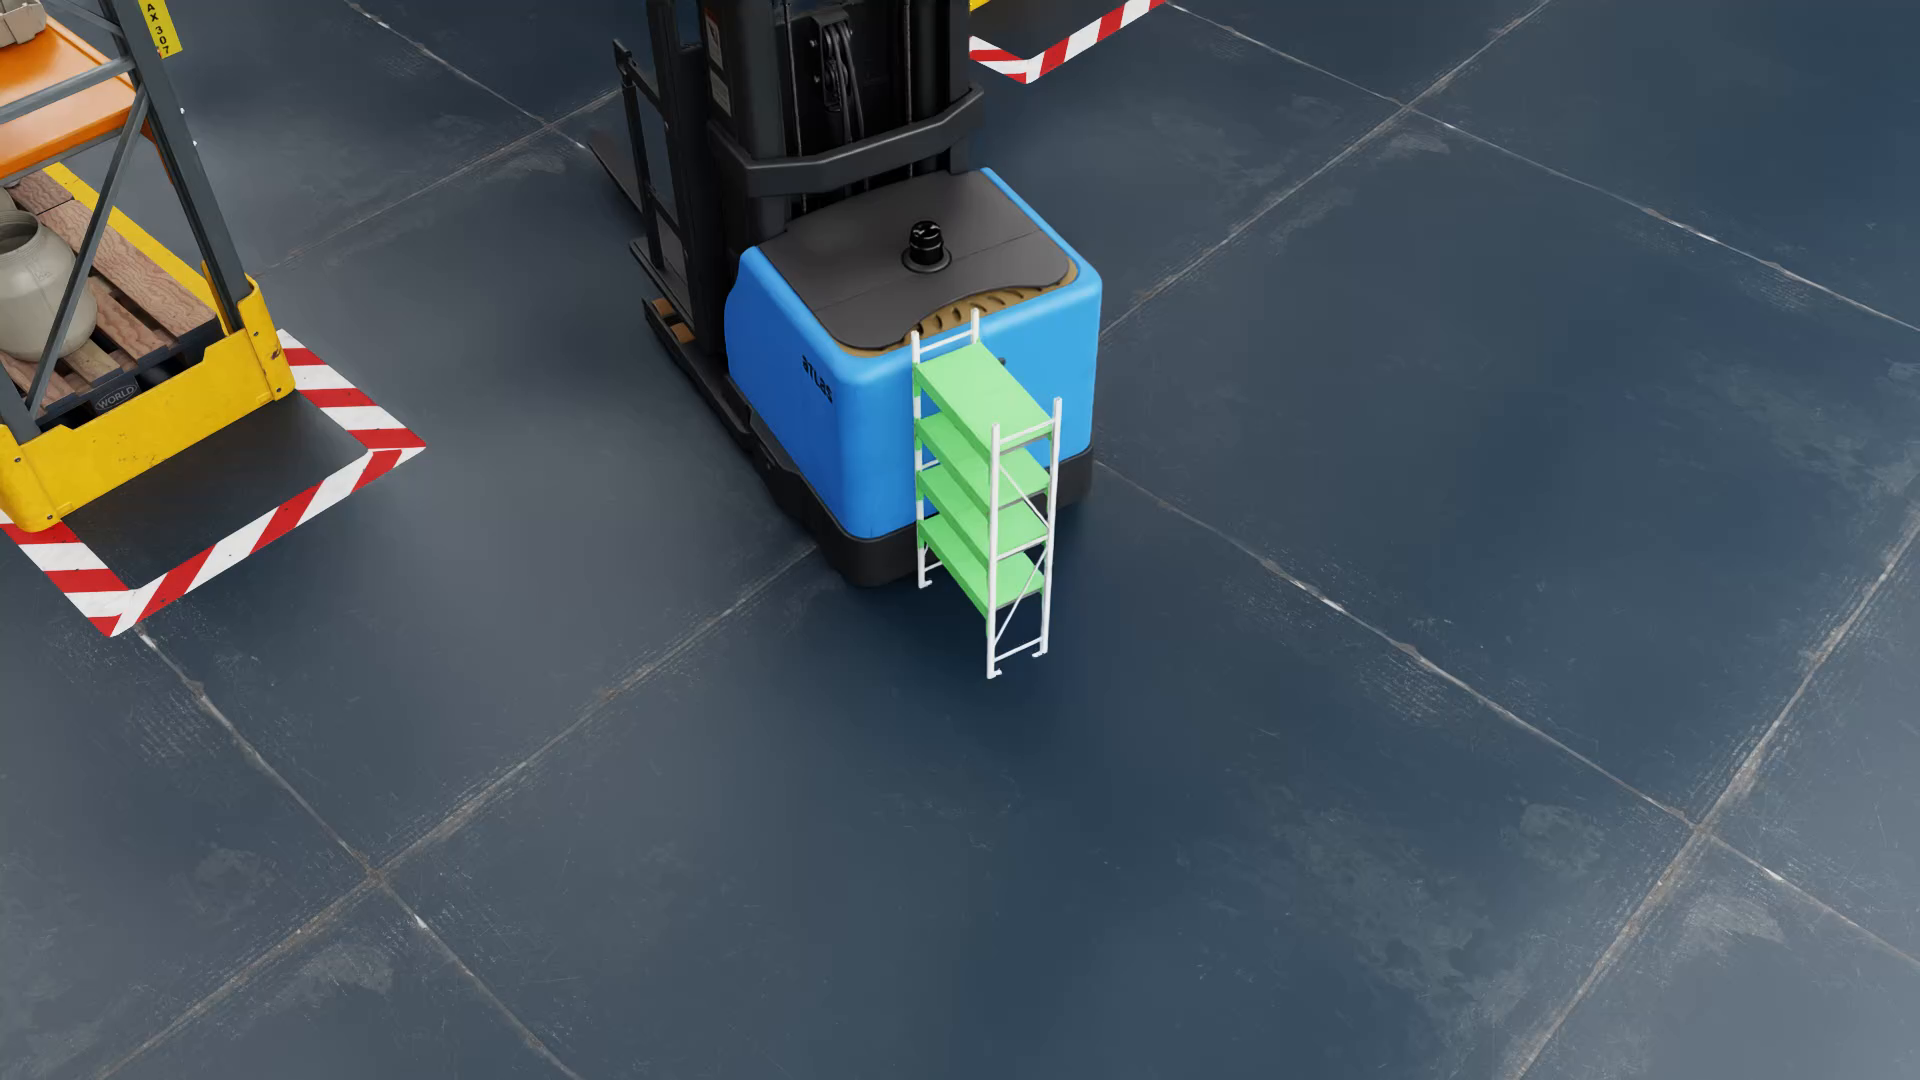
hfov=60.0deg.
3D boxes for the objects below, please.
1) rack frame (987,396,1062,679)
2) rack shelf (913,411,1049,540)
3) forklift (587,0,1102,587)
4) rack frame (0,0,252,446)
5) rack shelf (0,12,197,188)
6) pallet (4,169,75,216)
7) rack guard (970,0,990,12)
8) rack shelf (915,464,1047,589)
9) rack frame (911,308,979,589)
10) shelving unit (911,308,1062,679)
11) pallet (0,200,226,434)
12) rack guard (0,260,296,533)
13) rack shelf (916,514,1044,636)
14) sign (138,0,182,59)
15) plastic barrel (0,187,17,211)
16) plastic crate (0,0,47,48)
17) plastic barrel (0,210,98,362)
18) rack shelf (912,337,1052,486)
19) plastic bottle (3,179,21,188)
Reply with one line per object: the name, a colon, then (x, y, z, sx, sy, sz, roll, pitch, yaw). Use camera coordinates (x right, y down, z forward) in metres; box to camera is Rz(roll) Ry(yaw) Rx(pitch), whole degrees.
rack frame: (0.200, 0.027, 5.402, 0.240, 1.200, 0.015, -23, 51, -20)
rack shelf: (0.077, -0.247, 5.418, 0.258, 0.148, 0.480, -23, 51, -20)
forklift: (-0.678, -1.901, 6.025, 1.130, 2.935, 3.031, -23, 51, -20)
rack frame: (-3.143, -1.420, 5.526, 0.127, 3.000, 1.000, 34, 55, 28)
rack shelf: (-4.613, -2.163, 6.716, 4.000, 0.370, 1.077, 34, 55, 28)
pallet: (-4.717, -1.486, 7.500, 1.213, 0.211, 1.003, 34, 55, 28)
rack guard: (0.160, -3.255, 8.964, 0.348, 0.500, 1.175, 34, 55, 28)
rack shelf: (0.077, -0.083, 5.593, 0.258, 0.148, 0.480, -23, 51, -20)
rack frame: (-0.047, -0.280, 5.690, 0.240, 1.200, 0.015, -23, 51, -20)
shelving unit: (0.077, -0.127, 5.546, 0.258, 1.200, 0.503, -23, 51, -20)
pallet: (-3.824, -0.882, 6.934, 1.213, 0.211, 1.003, 34, 55, 28)
rack guard: (-3.231, -0.577, 6.449, 0.348, 0.500, 1.175, 34, 55, 28)
rack shelf: (0.077, 0.081, 5.768, 0.258, 0.148, 0.480, -23, 51, -20)
sign: (-2.767, -1.807, 5.699, 0.005, 0.325, 0.100, 34, 55, 28)
plastic barrel: (-4.047, -1.244, 6.779, 0.421, 0.512, 0.421, 0, 47, 0)
plastic crate: (-3.583, -1.945, 6.199, 0.250, 0.136, 0.298, 34, 55, 28)
plastic barrel: (-3.679, -0.997, 6.547, 0.421, 0.512, 0.421, 0, 47, 0)
rack shelf: (0.077, -0.412, 5.243, 0.258, 0.148, 0.480, -23, 51, -20)
plastic bottle: (-4.264, -1.700, 7.358, 0.097, 0.271, 0.097, 0, 47, 0)
